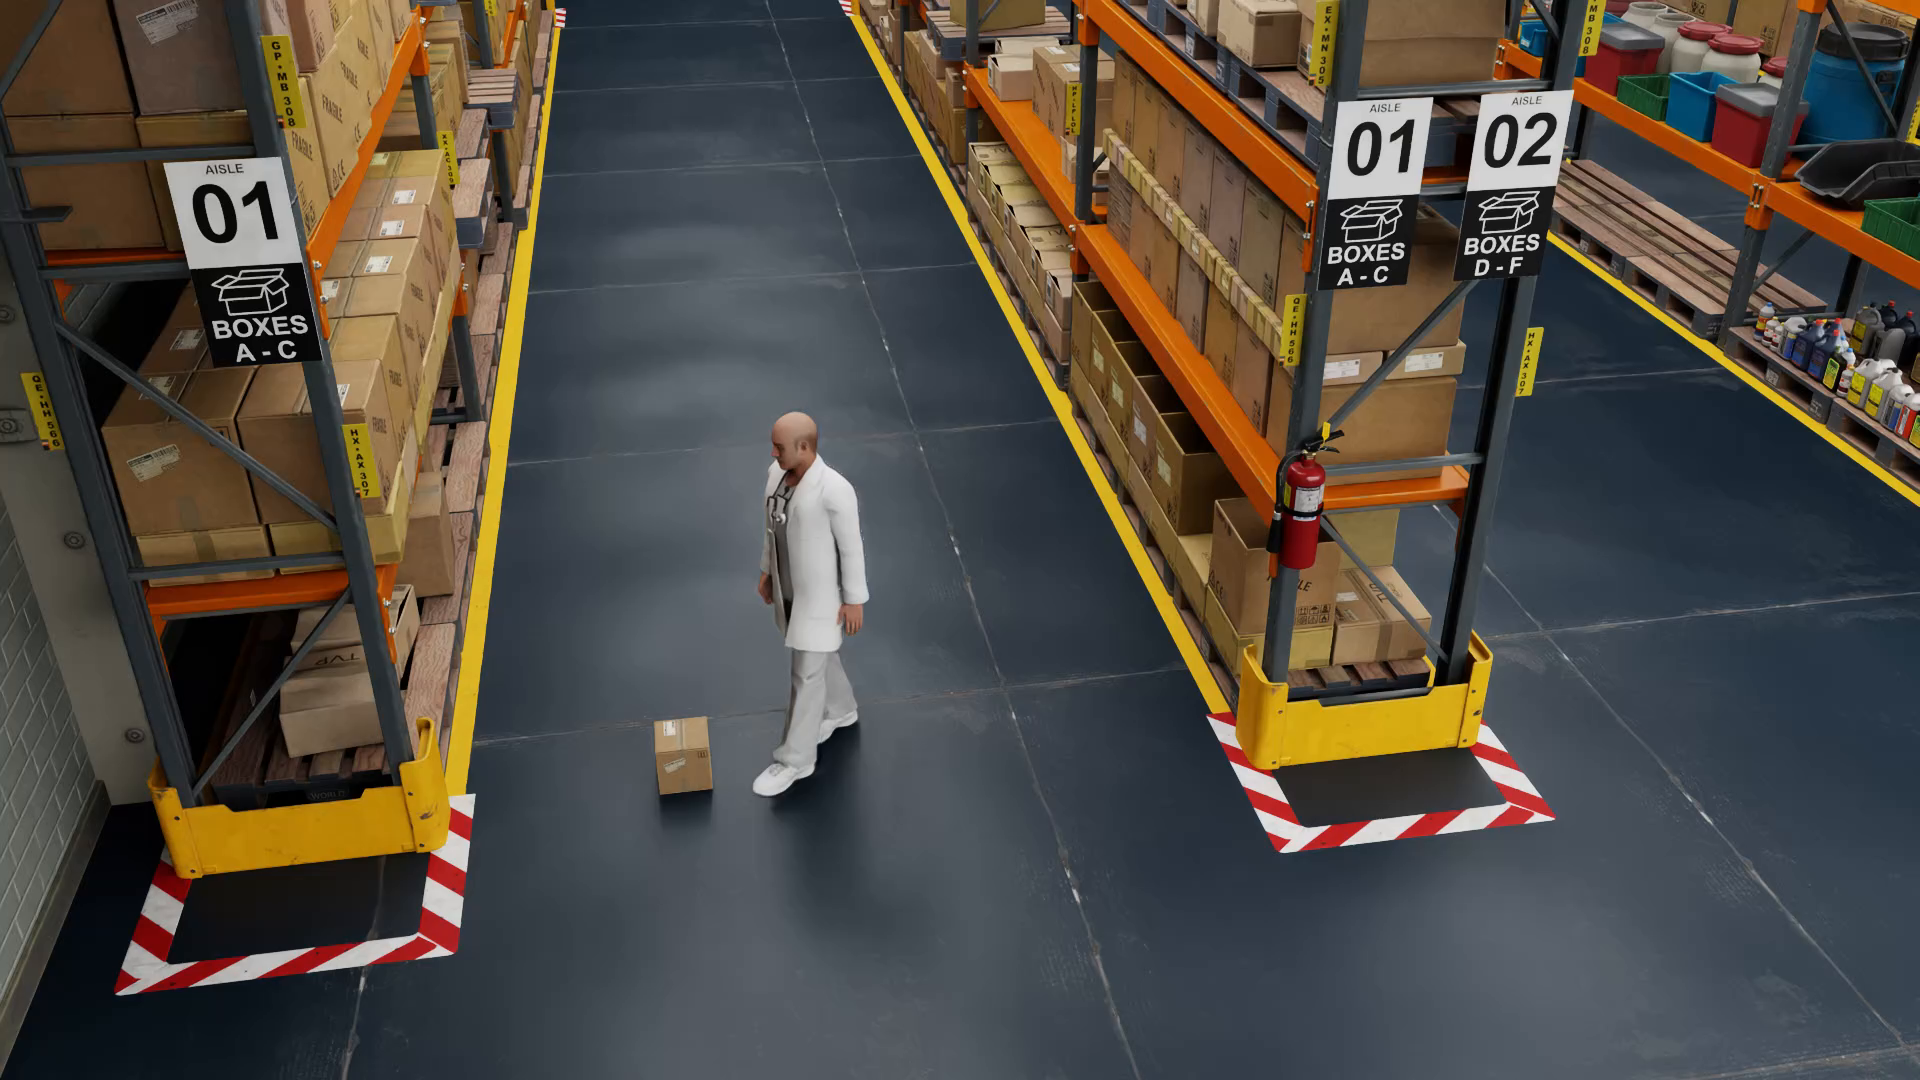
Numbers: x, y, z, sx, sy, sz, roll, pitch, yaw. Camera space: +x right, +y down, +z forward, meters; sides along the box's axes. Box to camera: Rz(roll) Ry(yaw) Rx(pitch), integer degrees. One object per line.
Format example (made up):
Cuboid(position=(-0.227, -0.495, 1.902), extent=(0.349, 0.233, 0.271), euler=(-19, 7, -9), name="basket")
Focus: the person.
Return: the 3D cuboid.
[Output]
Cuboid(position=(-0.802, 0.264, 7.678), extent=(0.792, 1.762, 0.636), euler=(-24, 38, -35), name="person")
